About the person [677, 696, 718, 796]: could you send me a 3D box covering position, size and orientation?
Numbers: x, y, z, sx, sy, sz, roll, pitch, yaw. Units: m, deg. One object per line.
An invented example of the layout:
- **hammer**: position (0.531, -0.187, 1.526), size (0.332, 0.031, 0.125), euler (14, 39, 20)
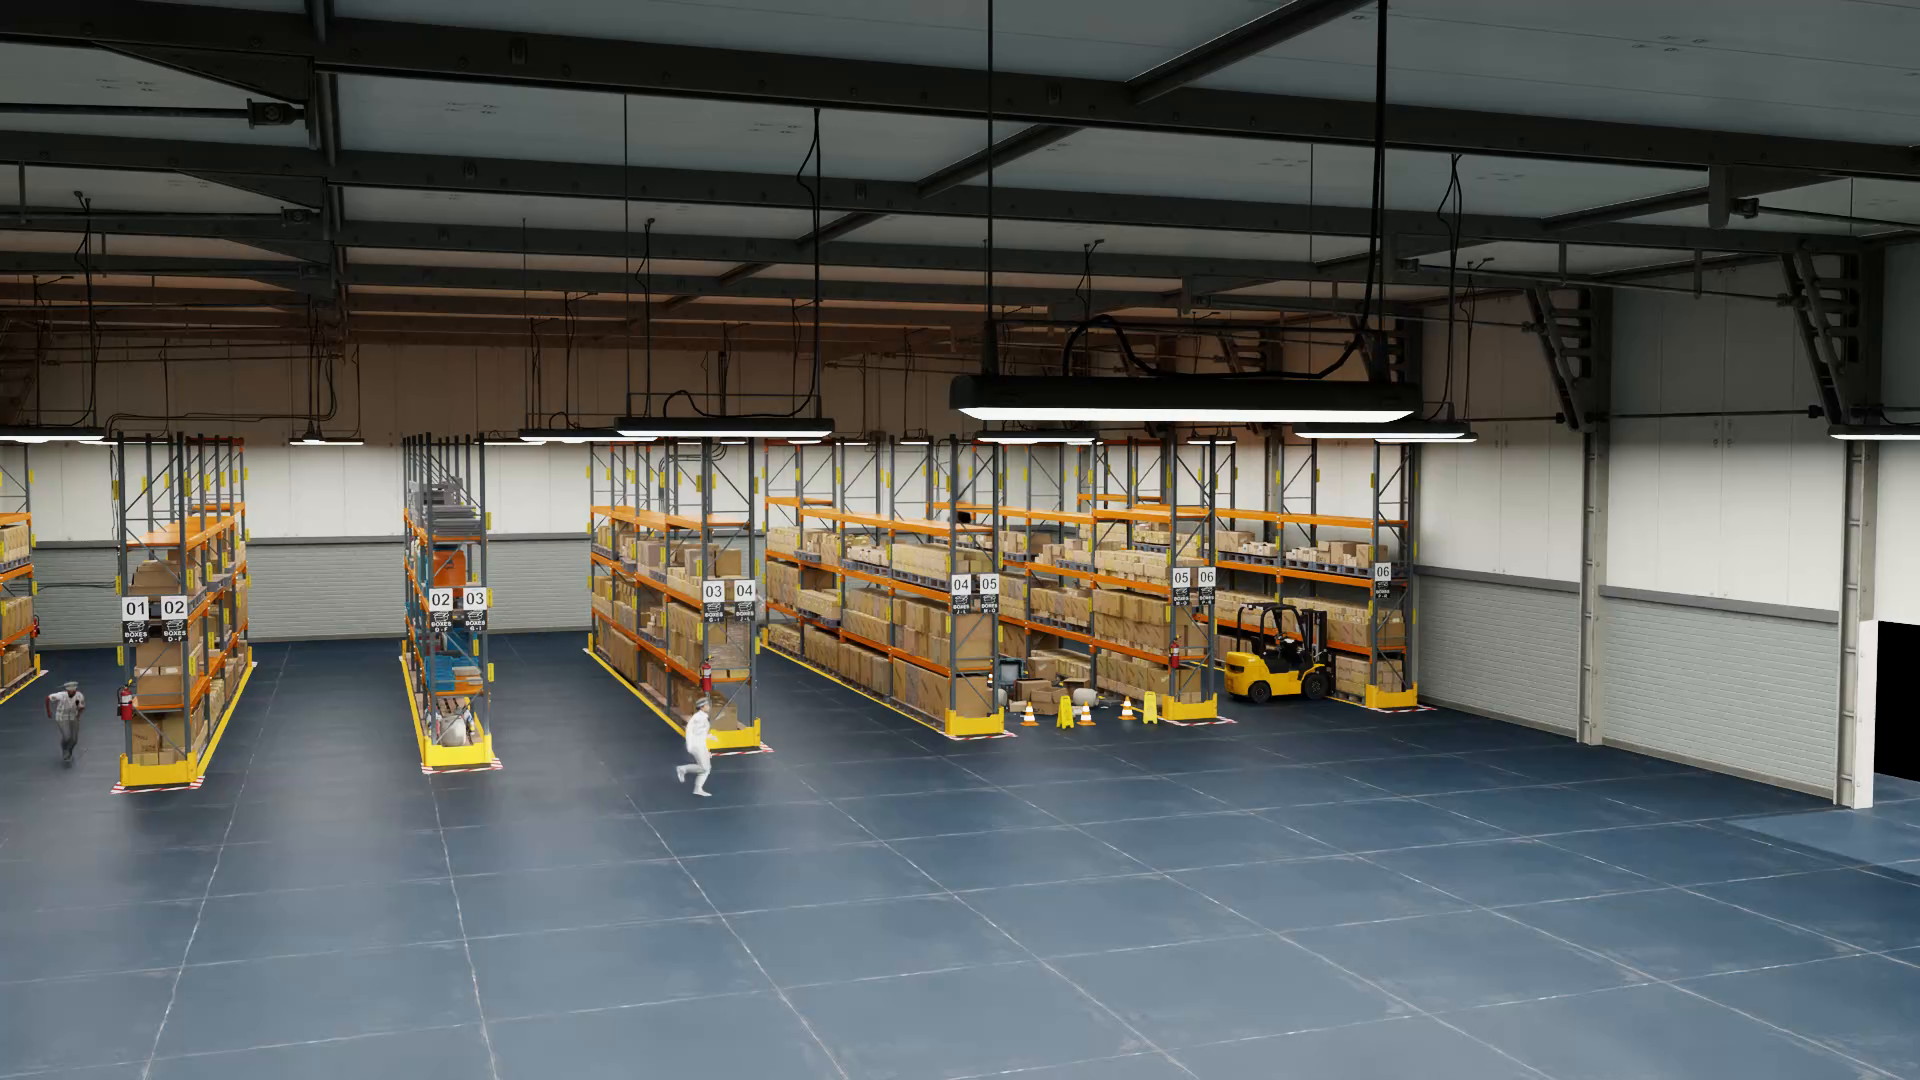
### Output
- **person**: position (-4.333, 3.401, 27.413), size (0.653, 1.652, 0.651), euler (0, 3, 5)

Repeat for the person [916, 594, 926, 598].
- **person**: position (-0.988, 2.000, 51.191), size (0.705, 1.798, 0.709), euler (0, 3, -6)

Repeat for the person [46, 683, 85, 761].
- **person**: position (-16.222, 3.305, 30.172), size (0.601, 1.491, 0.851), euler (-3, 4, -42)

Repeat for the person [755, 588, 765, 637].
- **person**: position (-6.064, 2.194, 49.099), size (0.540, 1.601, 0.889), euler (2, 4, 30)
